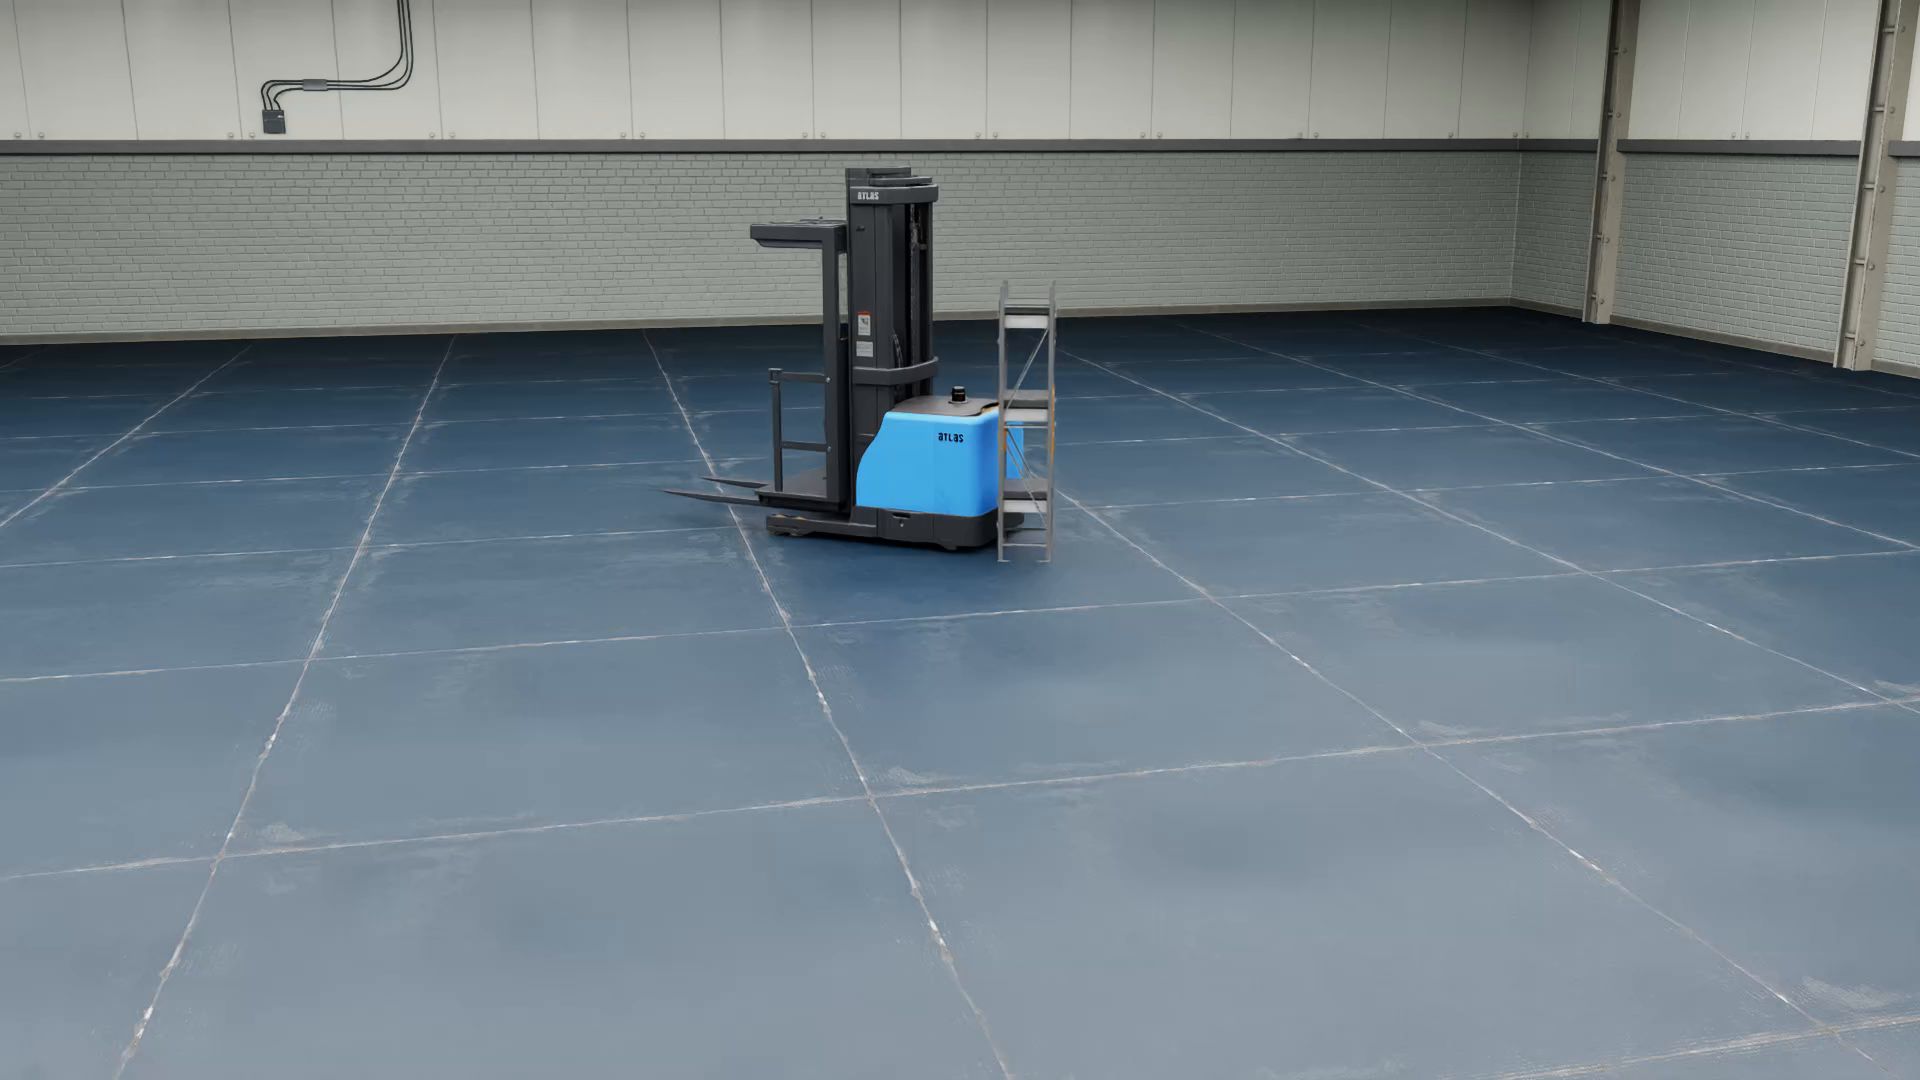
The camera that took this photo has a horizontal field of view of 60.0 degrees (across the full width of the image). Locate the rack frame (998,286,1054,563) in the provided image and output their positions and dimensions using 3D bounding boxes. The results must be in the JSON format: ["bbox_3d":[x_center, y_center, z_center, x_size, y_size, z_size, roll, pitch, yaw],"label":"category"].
[{"bbox_3d":[0.493,-0.847,12.470,0.400,2.100,0.015,1,14,5],"label":"rack frame"}]

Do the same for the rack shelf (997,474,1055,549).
[{"bbox_3d":[0.513,-0.212,12.876,0.431,0.518,0.480,1,14,5],"label":"rack shelf"}]

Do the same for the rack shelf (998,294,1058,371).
[{"bbox_3d":[0.513,-1.572,12.543,0.431,0.518,0.480,1,14,5],"label":"rack shelf"}]

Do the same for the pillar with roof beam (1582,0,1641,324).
[{"bbox_3d":[6.881,-7.914,26.860,9.100,9.000,0.400,-3,14,-13],"label":"pillar with roof beam"}]

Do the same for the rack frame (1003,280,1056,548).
[{"bbox_3d":[0.533,-0.963,12.943,0.400,2.100,0.015,1,14,5],"label":"rack frame"}]

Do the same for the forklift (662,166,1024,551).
[{"bbox_3d":[-1.031,-1.553,13.607,3.031,2.935,1.130,6,15,23],"label":"forklift"}]

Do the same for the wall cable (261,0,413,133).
[{"bbox_3d":[-9.729,-9.329,25.486,2.305,6.003,0.169,-3,14,-13],"label":"wall cable"}]

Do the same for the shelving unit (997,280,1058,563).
[{"bbox_3d":[0.513,-0.905,12.706,0.431,2.100,0.503,1,14,5],"label":"shelving unit"}]

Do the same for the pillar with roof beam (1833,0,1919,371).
[{"bbox_3d":[8.290,-6.530,21.195,9.100,9.000,0.400,-3,14,-13],"label":"pillar with roof beam"}]

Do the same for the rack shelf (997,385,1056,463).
[{"bbox_3d":[0.513,-0.892,12.710,0.431,0.518,0.480,1,14,5],"label":"rack shelf"}]
